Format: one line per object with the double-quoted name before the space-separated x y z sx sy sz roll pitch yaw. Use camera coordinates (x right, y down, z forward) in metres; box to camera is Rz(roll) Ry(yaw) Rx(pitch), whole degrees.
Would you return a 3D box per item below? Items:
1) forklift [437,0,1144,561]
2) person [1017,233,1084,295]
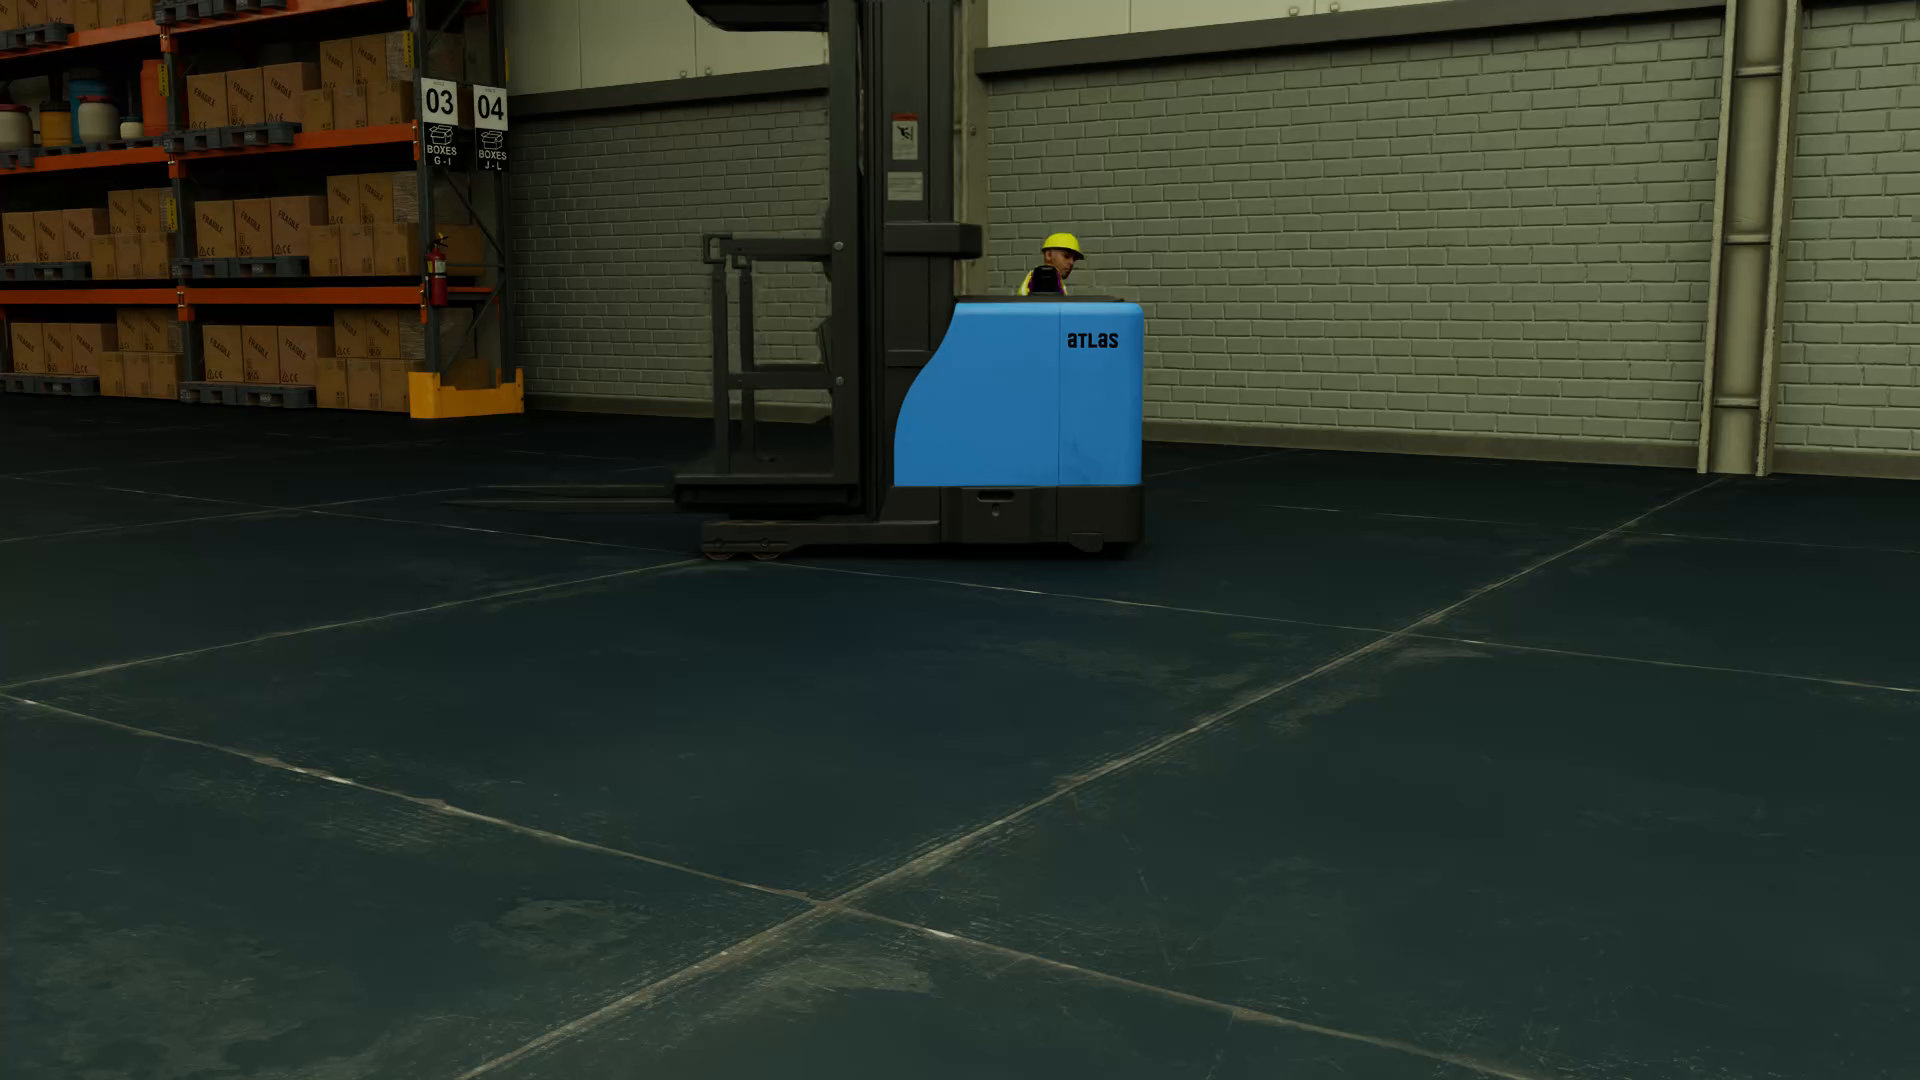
"forklift" -0.738 -1.440 7.316 3.031 2.935 1.130 0 8 -1
"person" 0.576 -1.057 9.894 0.682 1.527 0.836 -3 9 -22
